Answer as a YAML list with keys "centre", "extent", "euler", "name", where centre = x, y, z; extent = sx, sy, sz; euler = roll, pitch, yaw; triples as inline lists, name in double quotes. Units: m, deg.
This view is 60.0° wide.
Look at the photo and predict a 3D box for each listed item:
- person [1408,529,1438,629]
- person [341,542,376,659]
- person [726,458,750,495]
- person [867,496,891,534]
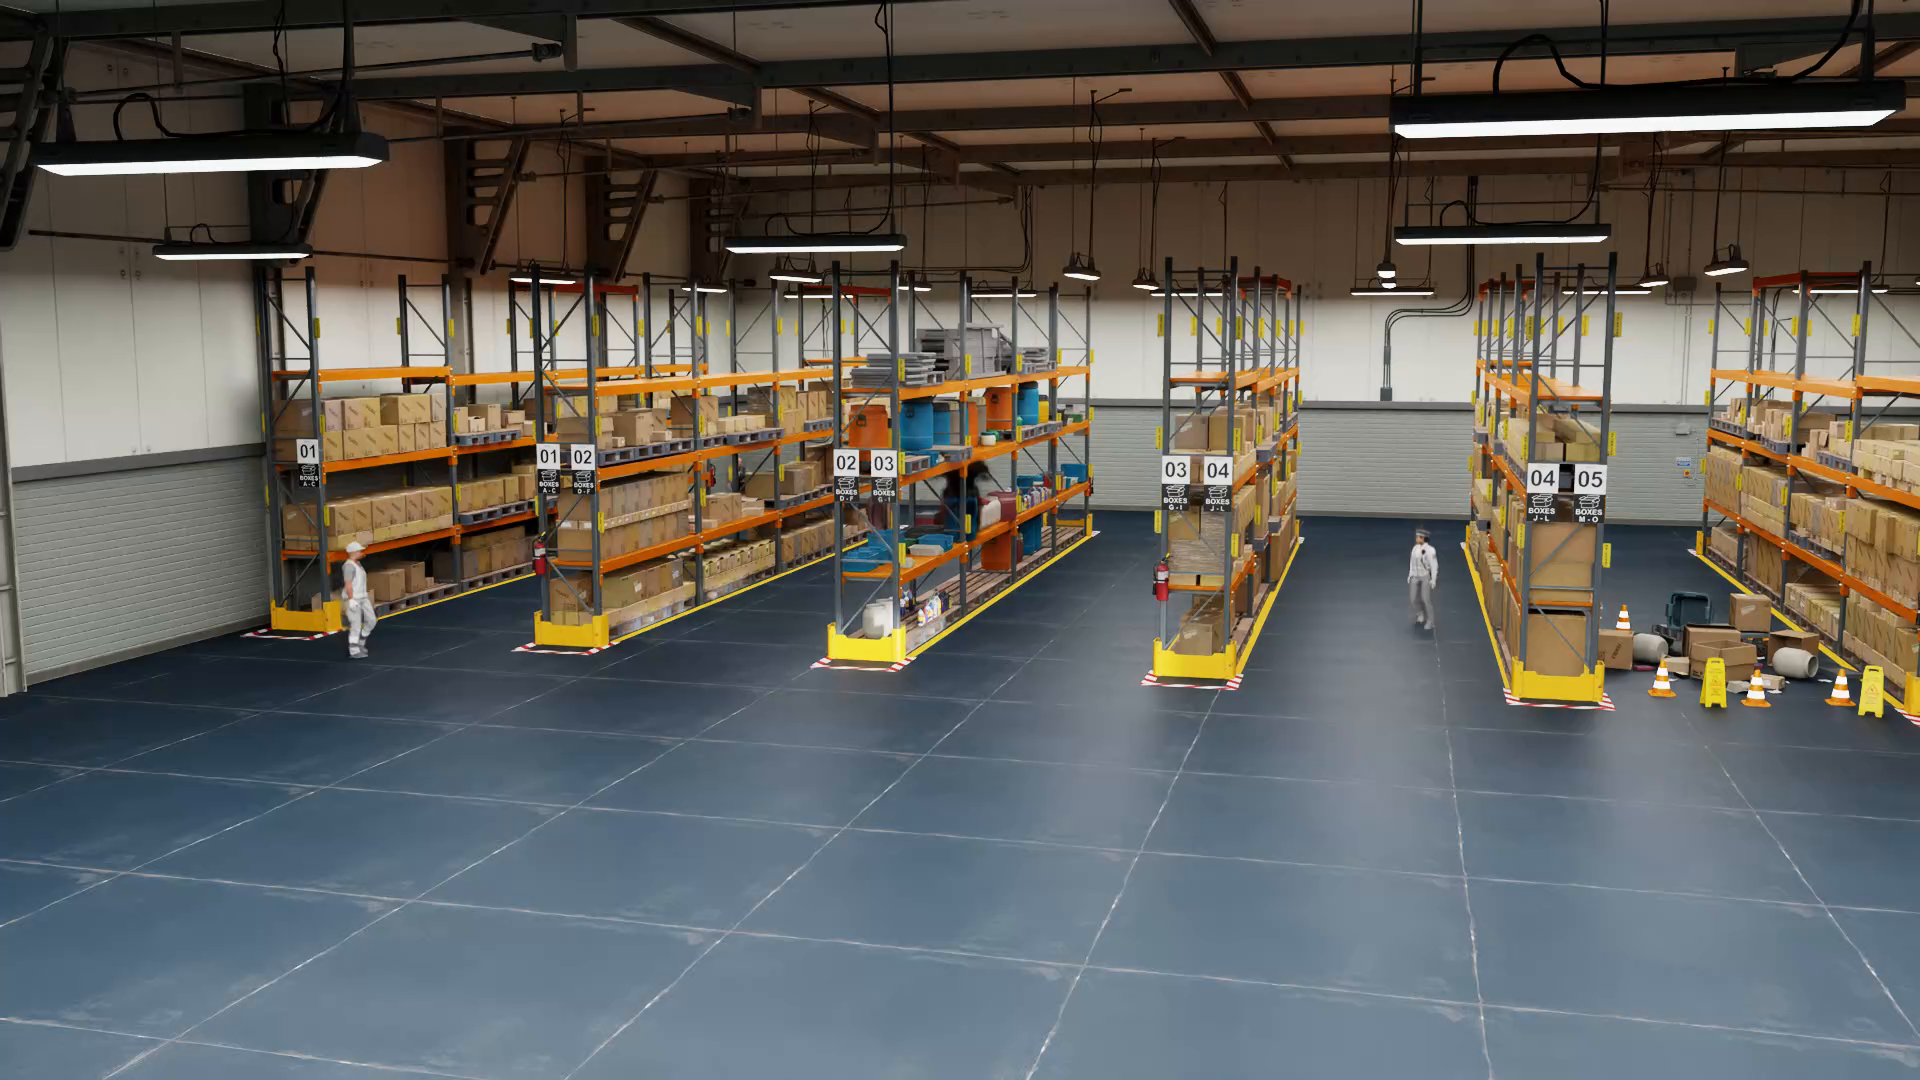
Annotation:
- centre: [7.821, 0.652, 28.121]
  extent: [0.455, 1.674, 0.541]
  euler: [-7, 10, -43]
  name: "person"
- centre: [-9.230, 0.917, 25.367]
  extent: [0.437, 1.784, 0.588]
  euler: [2, 7, 14]
  name: "person"
- centre: [-5.663, -1.247, 42.344]
  extent: [0.714, 1.694, 0.980]
  euler: [2, 7, 13]
  name: "person"
- centre: [-1.636, -0.310, 34.979]
  extent: [0.597, 1.800, 0.621]
  euler: [4, 8, 27]
  name: "person"
